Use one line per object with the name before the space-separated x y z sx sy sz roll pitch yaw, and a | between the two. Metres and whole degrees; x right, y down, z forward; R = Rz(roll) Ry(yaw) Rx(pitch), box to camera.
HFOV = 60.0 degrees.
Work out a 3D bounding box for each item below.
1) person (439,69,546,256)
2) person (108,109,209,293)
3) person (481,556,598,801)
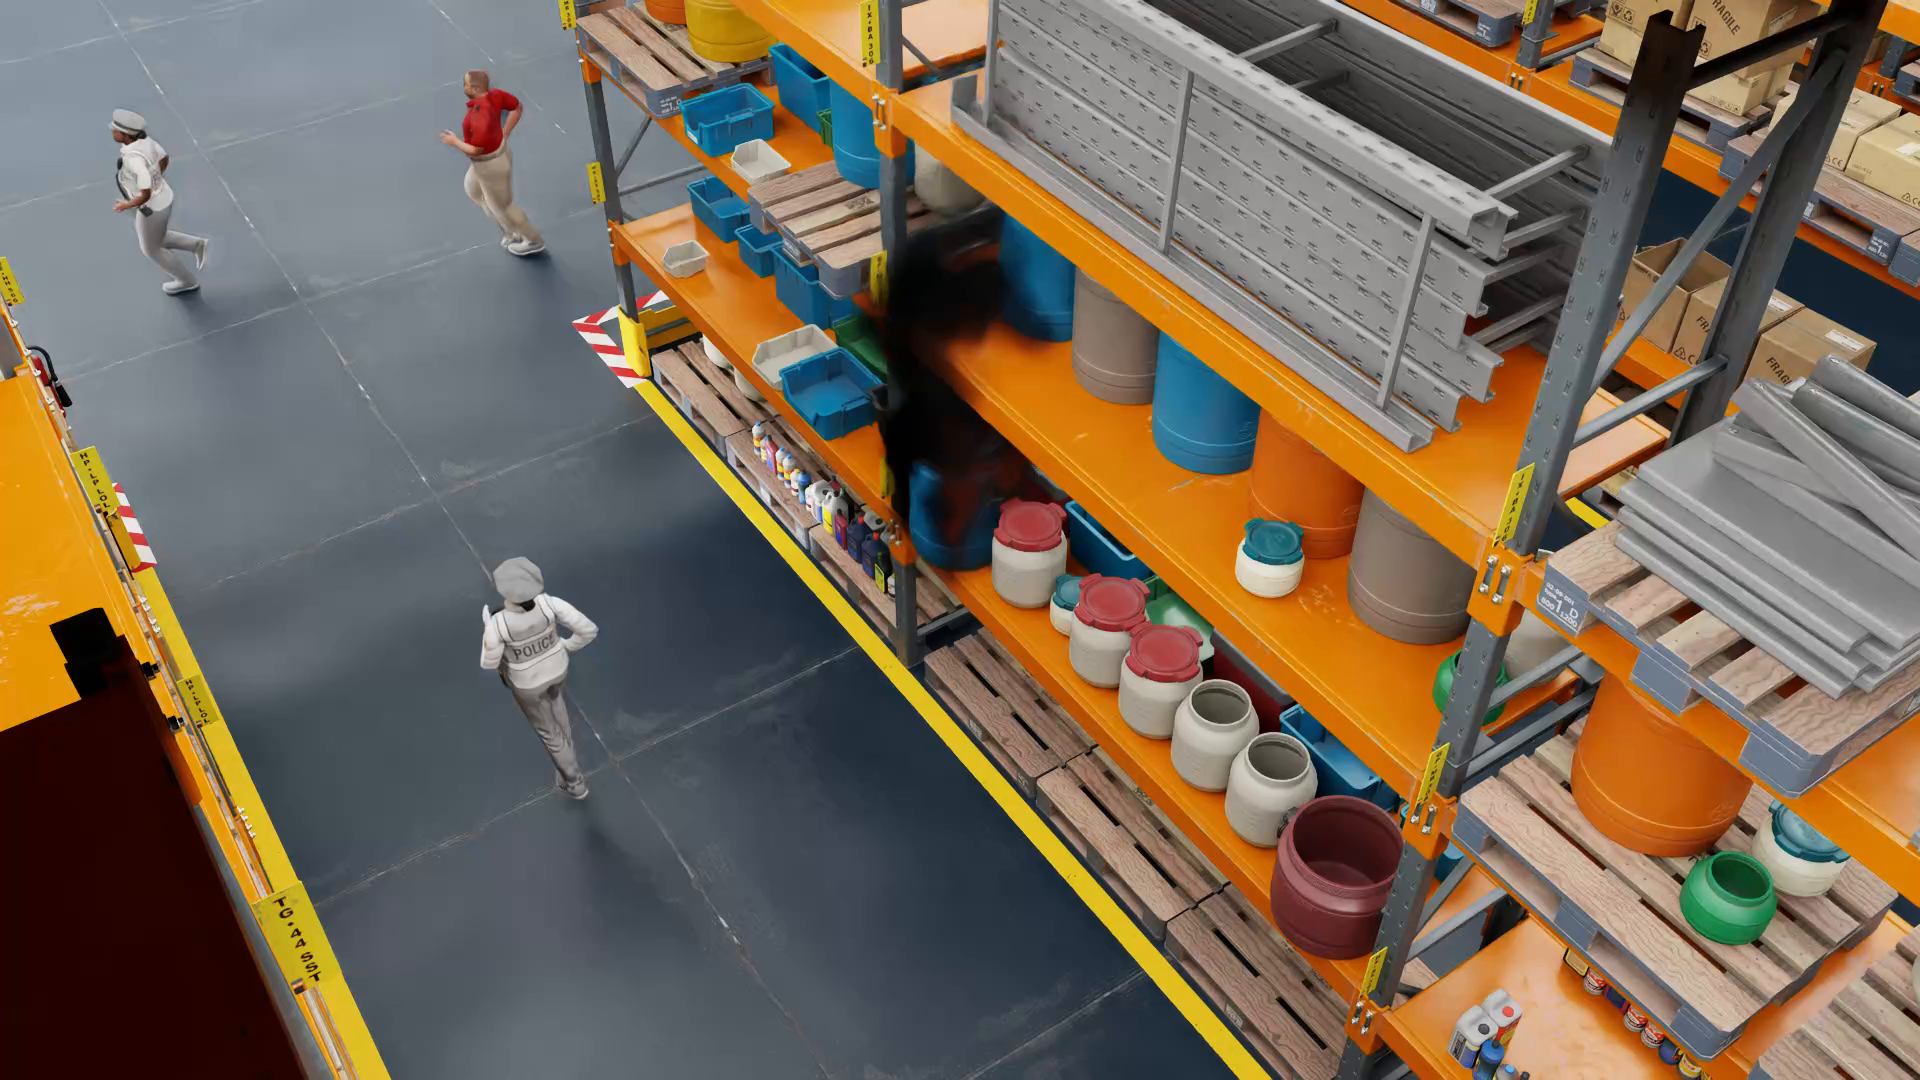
person | -3.942 -3.141 13.919 0.703 1.739 0.642 -2 43 -2
person | -6.509 -2.746 13.535 0.458 1.646 0.550 -8 43 -8
person | -2.303 0.791 9.260 0.572 1.798 0.532 -32 52 -30
